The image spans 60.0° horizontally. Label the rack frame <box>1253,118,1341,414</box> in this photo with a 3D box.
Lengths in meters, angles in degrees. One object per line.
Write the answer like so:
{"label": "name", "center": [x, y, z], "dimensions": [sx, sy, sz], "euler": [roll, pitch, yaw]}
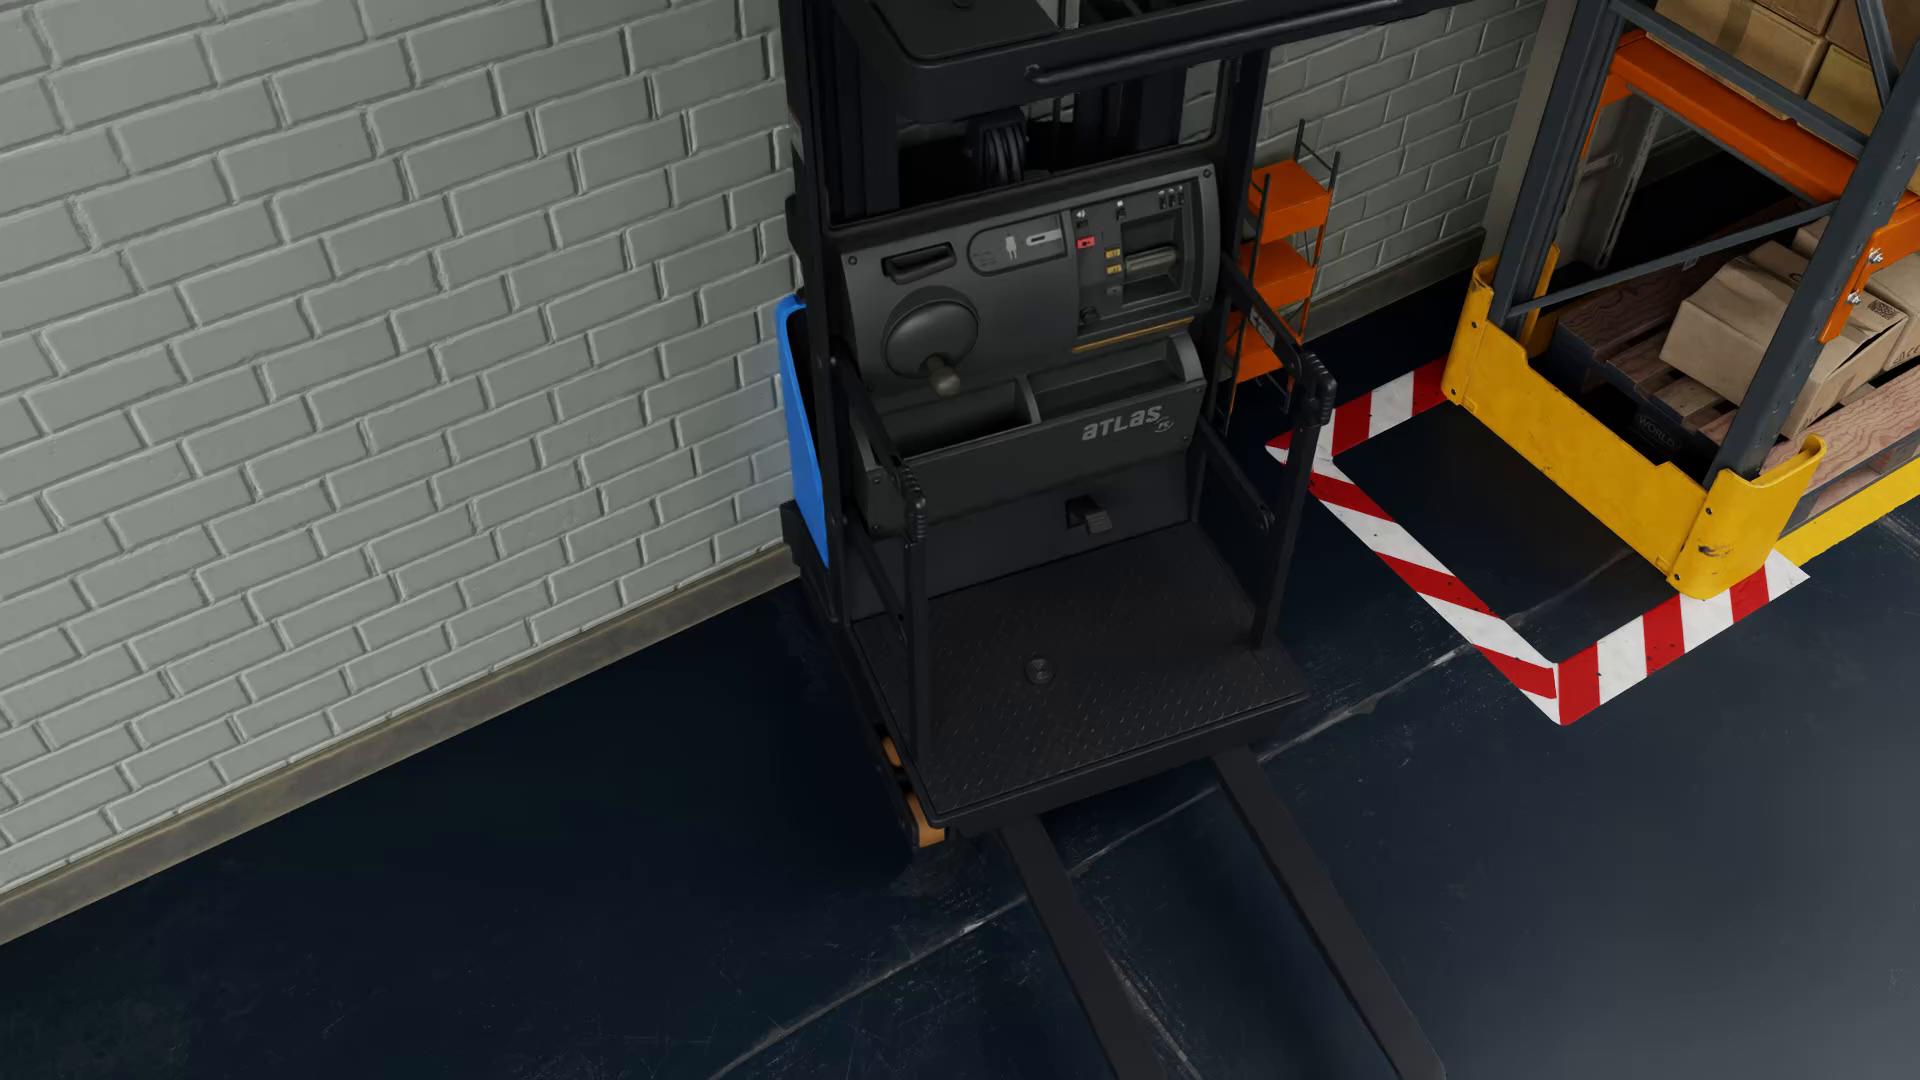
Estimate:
{"label": "rack frame", "center": [1.062, -0.843, 5.297], "dimensions": [0.008, 1.050, 0.200], "euler": [-20, 51, -18]}

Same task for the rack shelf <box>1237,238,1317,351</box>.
{"label": "rack shelf", "center": [0.953, -0.795, 5.268], "dimensions": [0.240, 0.259, 0.215], "euler": [-20, 51, -18]}

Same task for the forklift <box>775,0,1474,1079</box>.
{"label": "forklift", "center": [0.260, -0.509, 3.740], "dimensions": [1.130, 2.935, 3.031], "euler": [-16, 50, -14]}

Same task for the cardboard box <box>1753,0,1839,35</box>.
{"label": "cardboard box", "center": [2.304, -1.732, 4.368], "dimensions": [0.500, 0.500, 0.500], "euler": [-26, 53, -21]}

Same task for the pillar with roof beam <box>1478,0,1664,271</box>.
{"label": "pillar with roof beam", "center": [4.446, -1.305, 0.386], "dimensions": [0.400, 9.000, 9.100], "euler": [-25, 53, -21]}

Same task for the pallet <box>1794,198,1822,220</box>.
{"label": "pallet", "center": [3.819, -1.091, 6.080], "dimensions": [1.213, 0.211, 1.003], "euler": [-25, 53, -21]}

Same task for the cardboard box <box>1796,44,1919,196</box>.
{"label": "cardboard box", "center": [2.601, -1.154, 4.356], "dimensions": [0.500, 0.250, 0.500], "euler": [-27, 54, -22]}

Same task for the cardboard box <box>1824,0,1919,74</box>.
{"label": "cardboard box", "center": [2.583, -1.410, 4.082], "dimensions": [0.500, 0.500, 0.500], "euler": [-25, 53, -21]}

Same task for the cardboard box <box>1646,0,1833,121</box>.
{"label": "cardboard box", "center": [2.310, -1.469, 4.637], "dimensions": [0.500, 0.250, 0.500], "euler": [-25, 53, -20]}

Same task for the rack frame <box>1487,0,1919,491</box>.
{"label": "rack frame", "center": [2.018, -1.203, 4.313], "dimensions": [0.127, 3.000, 1.000], "euler": [-25, 53, -21]}

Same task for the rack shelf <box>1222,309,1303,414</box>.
{"label": "rack shelf", "center": [0.952, -0.610, 5.476], "dimensions": [0.240, 0.259, 0.215], "euler": [-20, 51, -18]}

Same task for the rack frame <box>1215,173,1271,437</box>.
{"label": "rack frame", "center": [0.844, -0.761, 5.224], "dimensions": [0.008, 1.050, 0.200], "euler": [-20, 51, -18]}

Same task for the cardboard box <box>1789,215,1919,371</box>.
{"label": "cardboard box", "center": [3.134, -0.901, 5.550], "dimensions": [0.500, 0.311, 0.500], "euler": [-21, 52, -18]}

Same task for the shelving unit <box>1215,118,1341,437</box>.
{"label": "shelving unit", "center": [0.953, -0.802, 5.260], "dimensions": [0.252, 1.050, 0.215], "euler": [-20, 51, -18]}

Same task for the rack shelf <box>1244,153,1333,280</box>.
{"label": "rack shelf", "center": [0.954, -0.984, 5.057], "dimensions": [0.240, 0.259, 0.215], "euler": [-20, 51, -18]}

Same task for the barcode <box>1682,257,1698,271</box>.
{"label": "barcode", "center": [2.454, -0.937, 5.576], "dimensions": [0.075, 0.075, 0.001], "euler": [-25, 53, -21]}

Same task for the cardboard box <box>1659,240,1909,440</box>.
{"label": "cardboard box", "center": [2.652, -0.674, 5.348], "dimensions": [0.500, 0.311, 0.500], "euler": [-31, 55, -25]}

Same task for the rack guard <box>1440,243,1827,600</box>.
{"label": "rack guard", "center": [2.083, -0.402, 5.274], "dimensions": [0.348, 0.500, 1.175], "euler": [-25, 53, -21]}

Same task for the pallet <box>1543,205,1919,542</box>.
{"label": "pallet", "center": [2.789, -0.608, 5.650], "dimensions": [1.213, 0.211, 1.003], "euler": [-25, 53, -21]}

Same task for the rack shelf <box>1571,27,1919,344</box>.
{"label": "rack shelf", "center": [3.710, -1.761, 5.291], "dimensions": [4.000, 0.370, 1.077], "euler": [-25, 53, -21]}
